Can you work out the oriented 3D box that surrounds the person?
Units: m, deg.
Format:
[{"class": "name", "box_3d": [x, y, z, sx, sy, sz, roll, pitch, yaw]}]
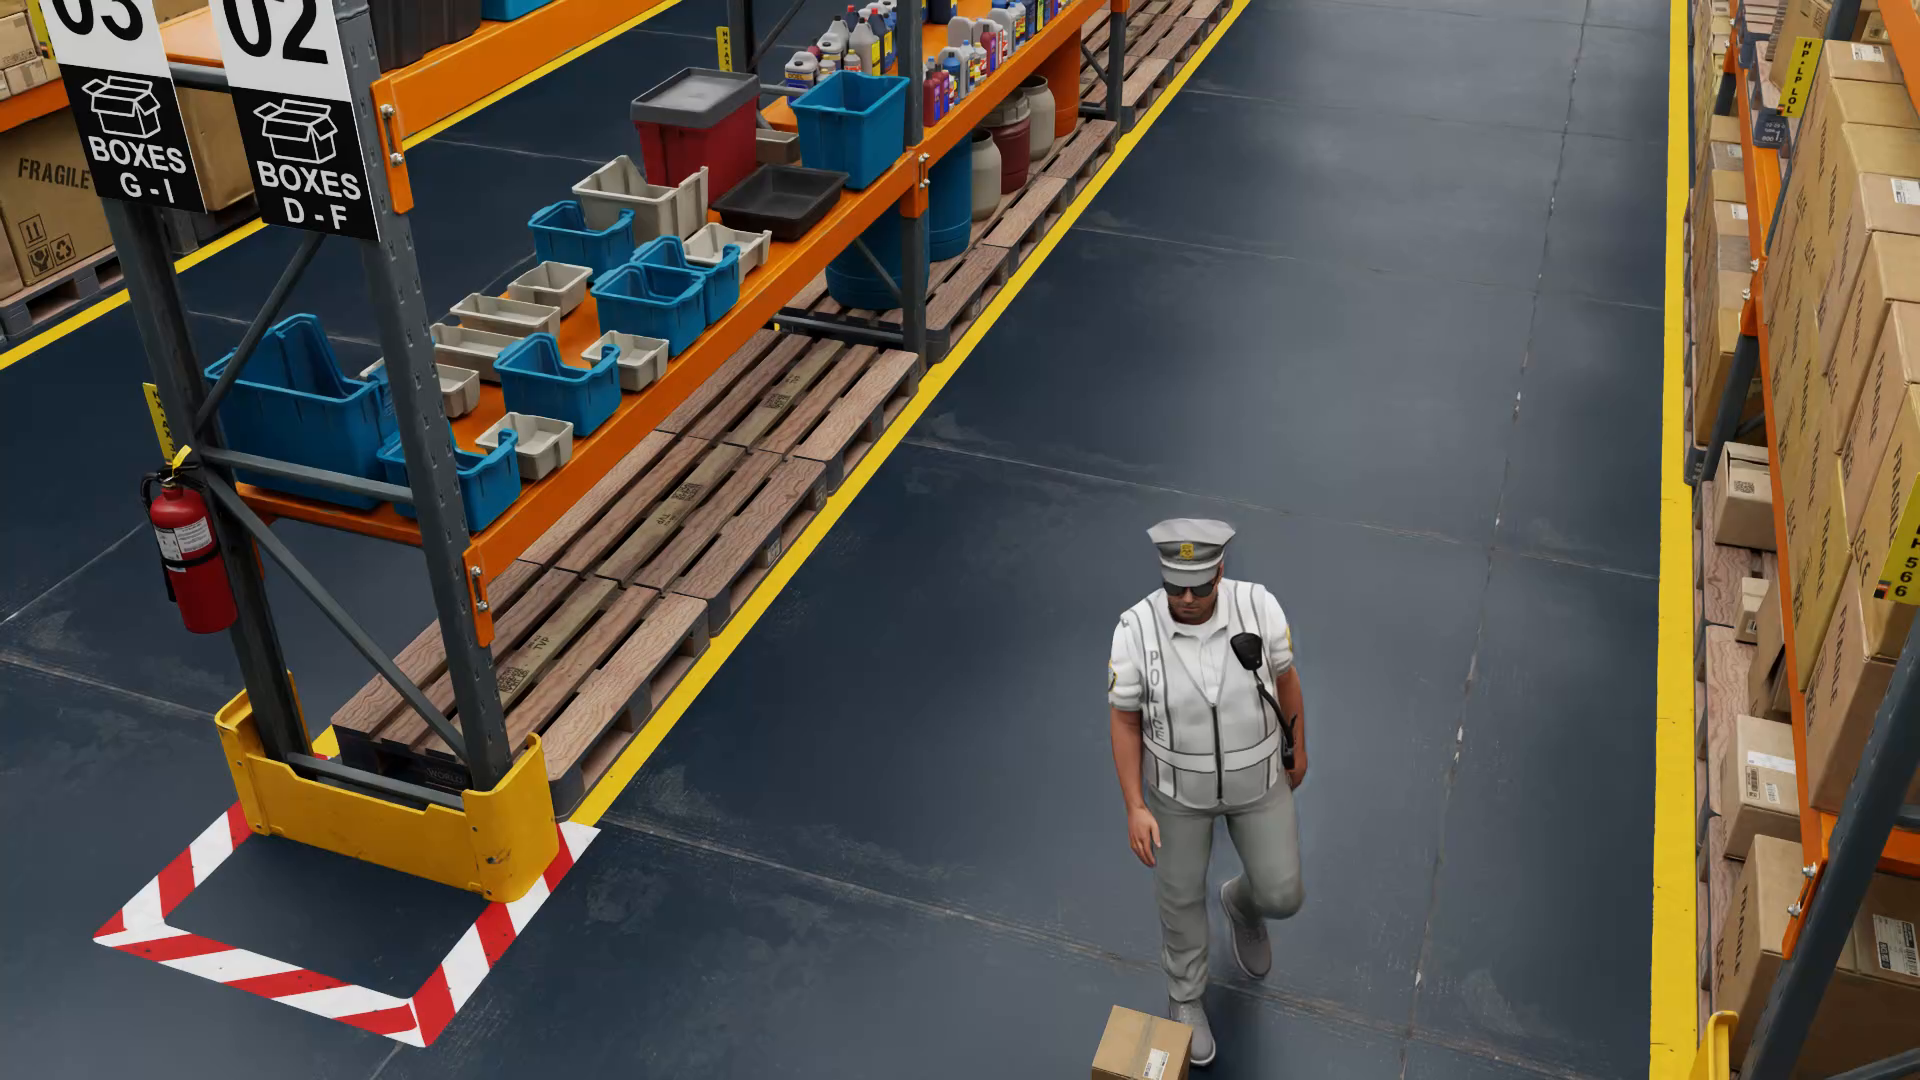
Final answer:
[{"class": "person", "box_3d": [0.745, 0.751, 4.957, 0.634, 1.760, 0.600, 1, 33, 2]}]
